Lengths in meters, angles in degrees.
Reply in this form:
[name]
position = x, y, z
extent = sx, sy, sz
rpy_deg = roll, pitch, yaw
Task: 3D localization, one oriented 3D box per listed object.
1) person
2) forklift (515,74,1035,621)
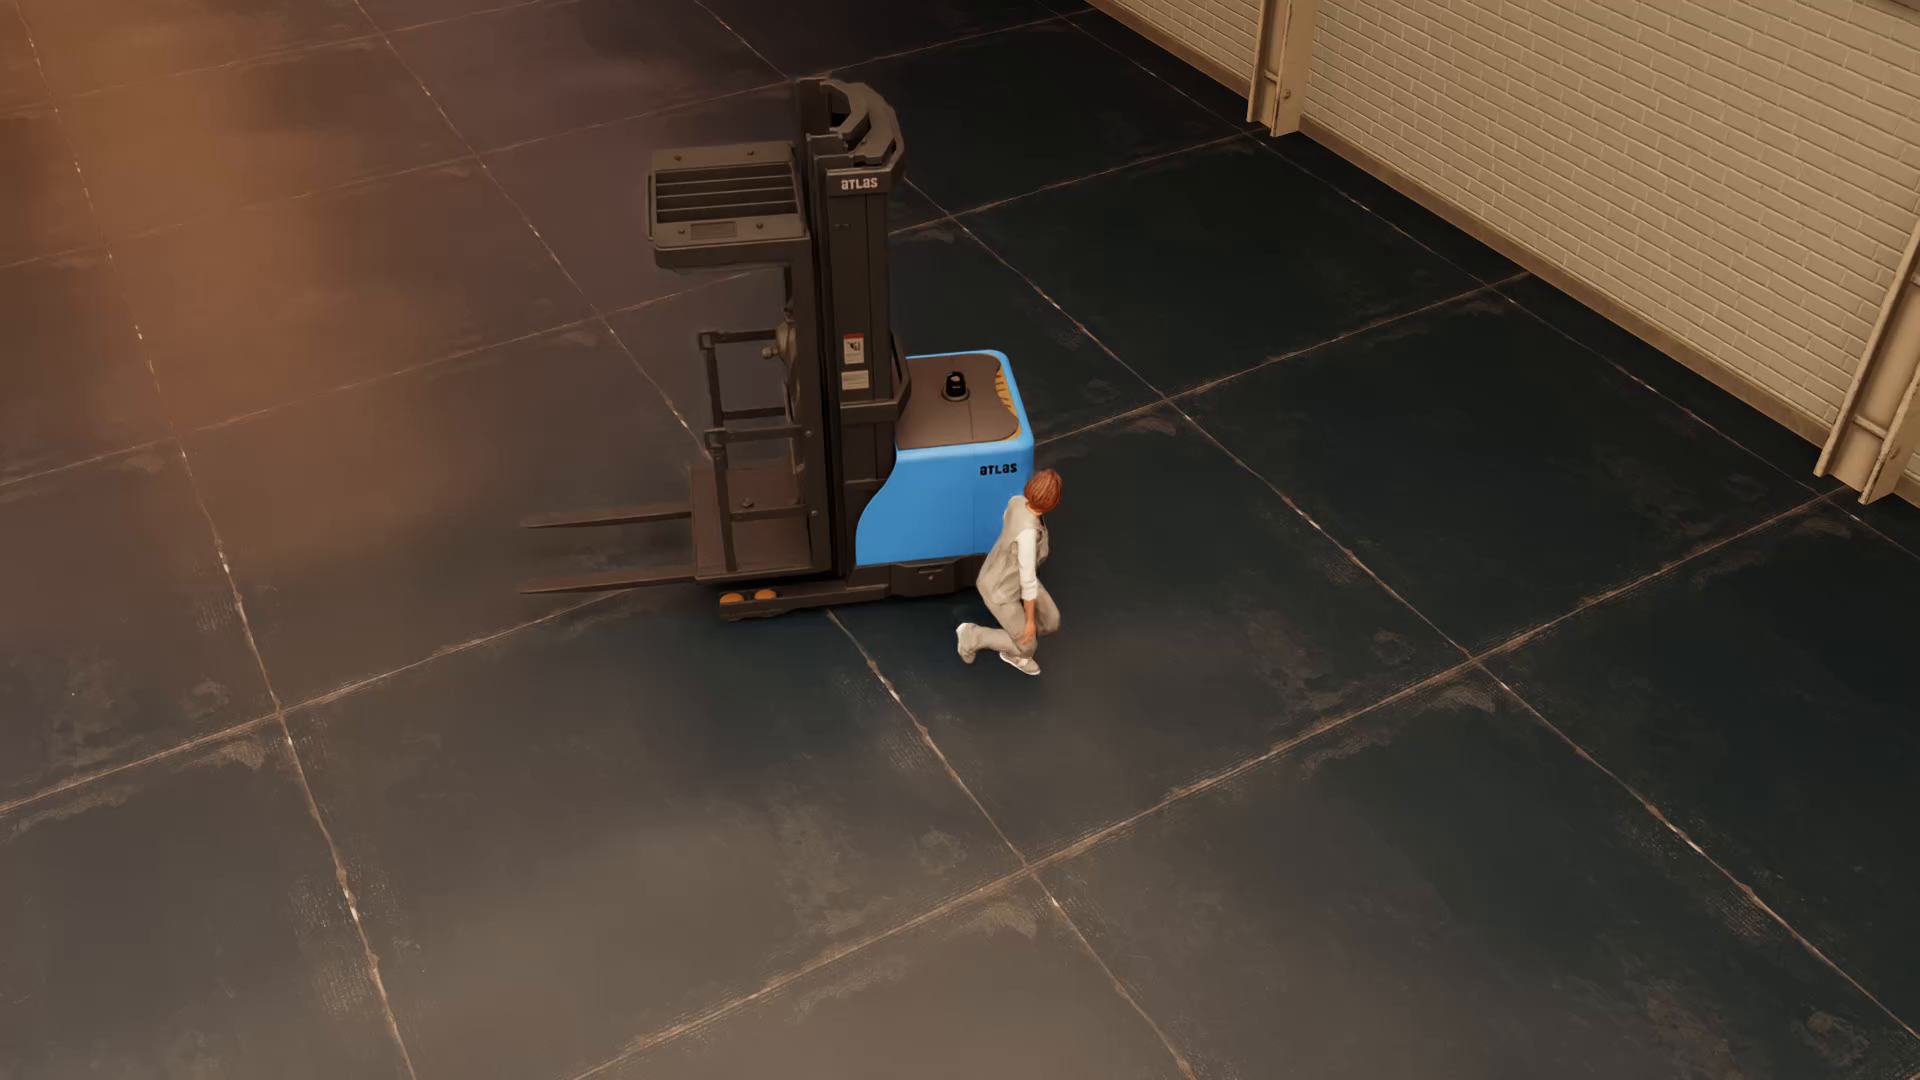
[person]
position = 0.264, 0.209, 9.014
extent = 0.583, 1.394, 0.692
rpy_deg = 11, 41, 13
[forklift]
position = -1.128, -1.016, 9.261
extent = 3.031, 2.935, 1.130
rpy_deg = -6, 40, -7
